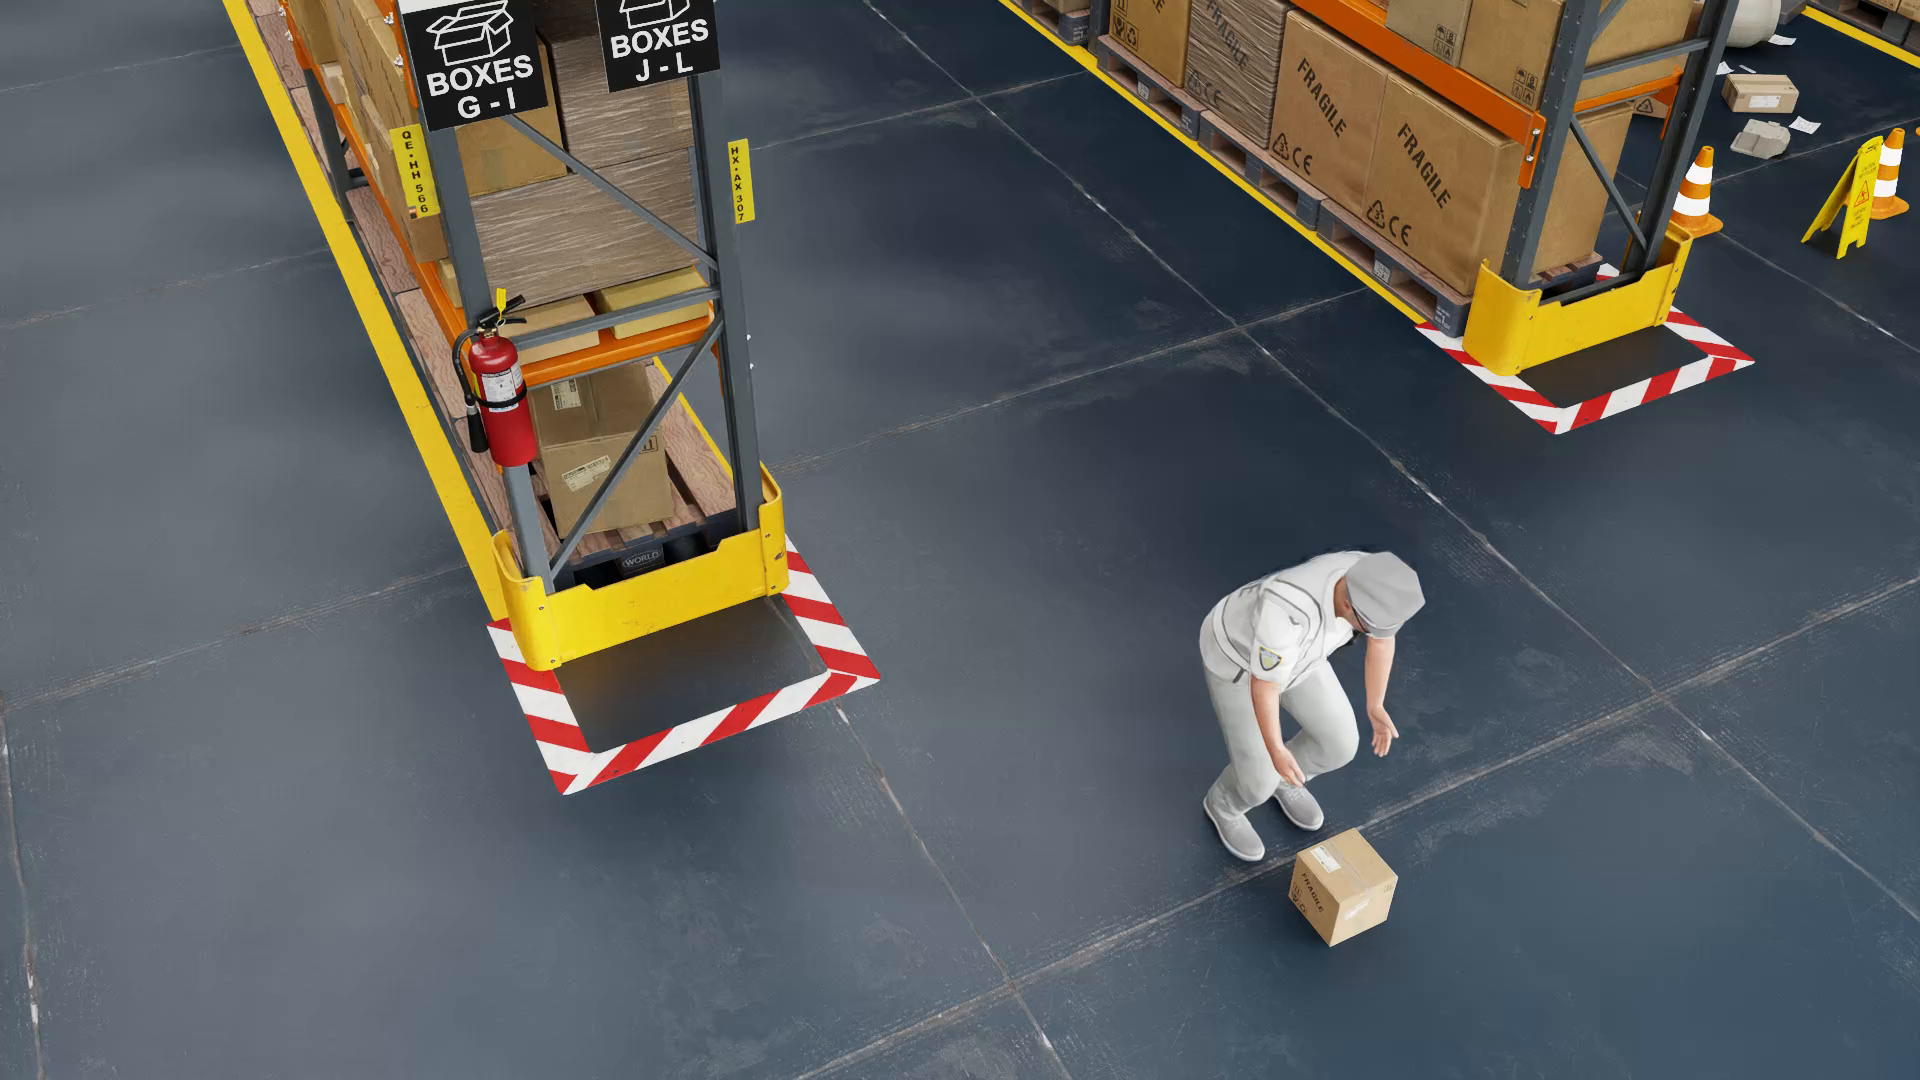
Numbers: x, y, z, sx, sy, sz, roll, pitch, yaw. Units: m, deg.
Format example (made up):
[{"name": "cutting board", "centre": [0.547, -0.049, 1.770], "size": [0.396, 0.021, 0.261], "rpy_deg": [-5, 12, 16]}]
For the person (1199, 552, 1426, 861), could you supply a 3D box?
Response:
[{"name": "person", "centre": [1.192, 0.506, 5.795], "size": [0.589, 1.468, 0.772], "rpy_deg": [-19, 44, -20]}]
